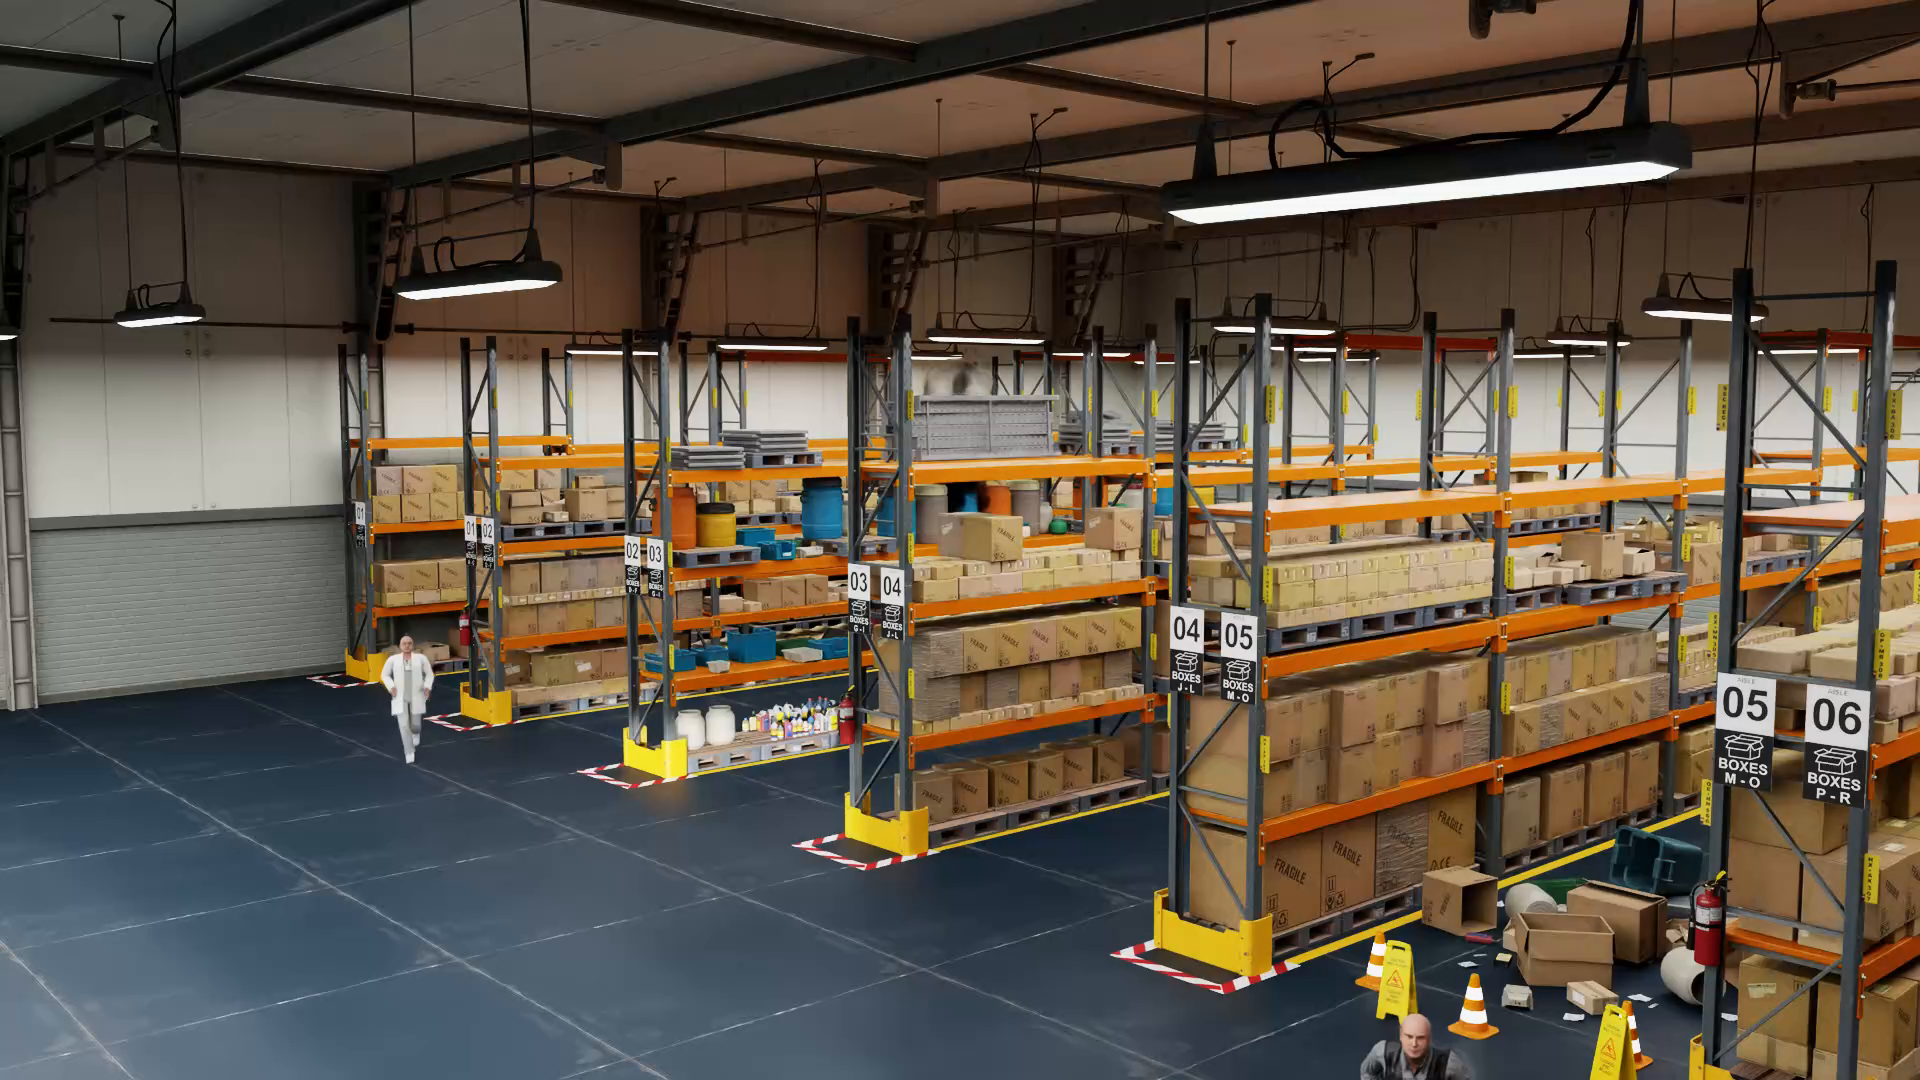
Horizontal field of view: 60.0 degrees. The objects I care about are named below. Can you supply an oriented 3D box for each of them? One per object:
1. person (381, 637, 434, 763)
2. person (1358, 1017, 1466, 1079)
[{"bbox_3d":[-7.749,2.221,23.340,0.712,1.738,0.643,-2,5,-19],"label":"person"},{"bbox_3d":[2.623,3.501,9.623,0.649,1.655,0.738,2,5,17],"label":"person"}]
